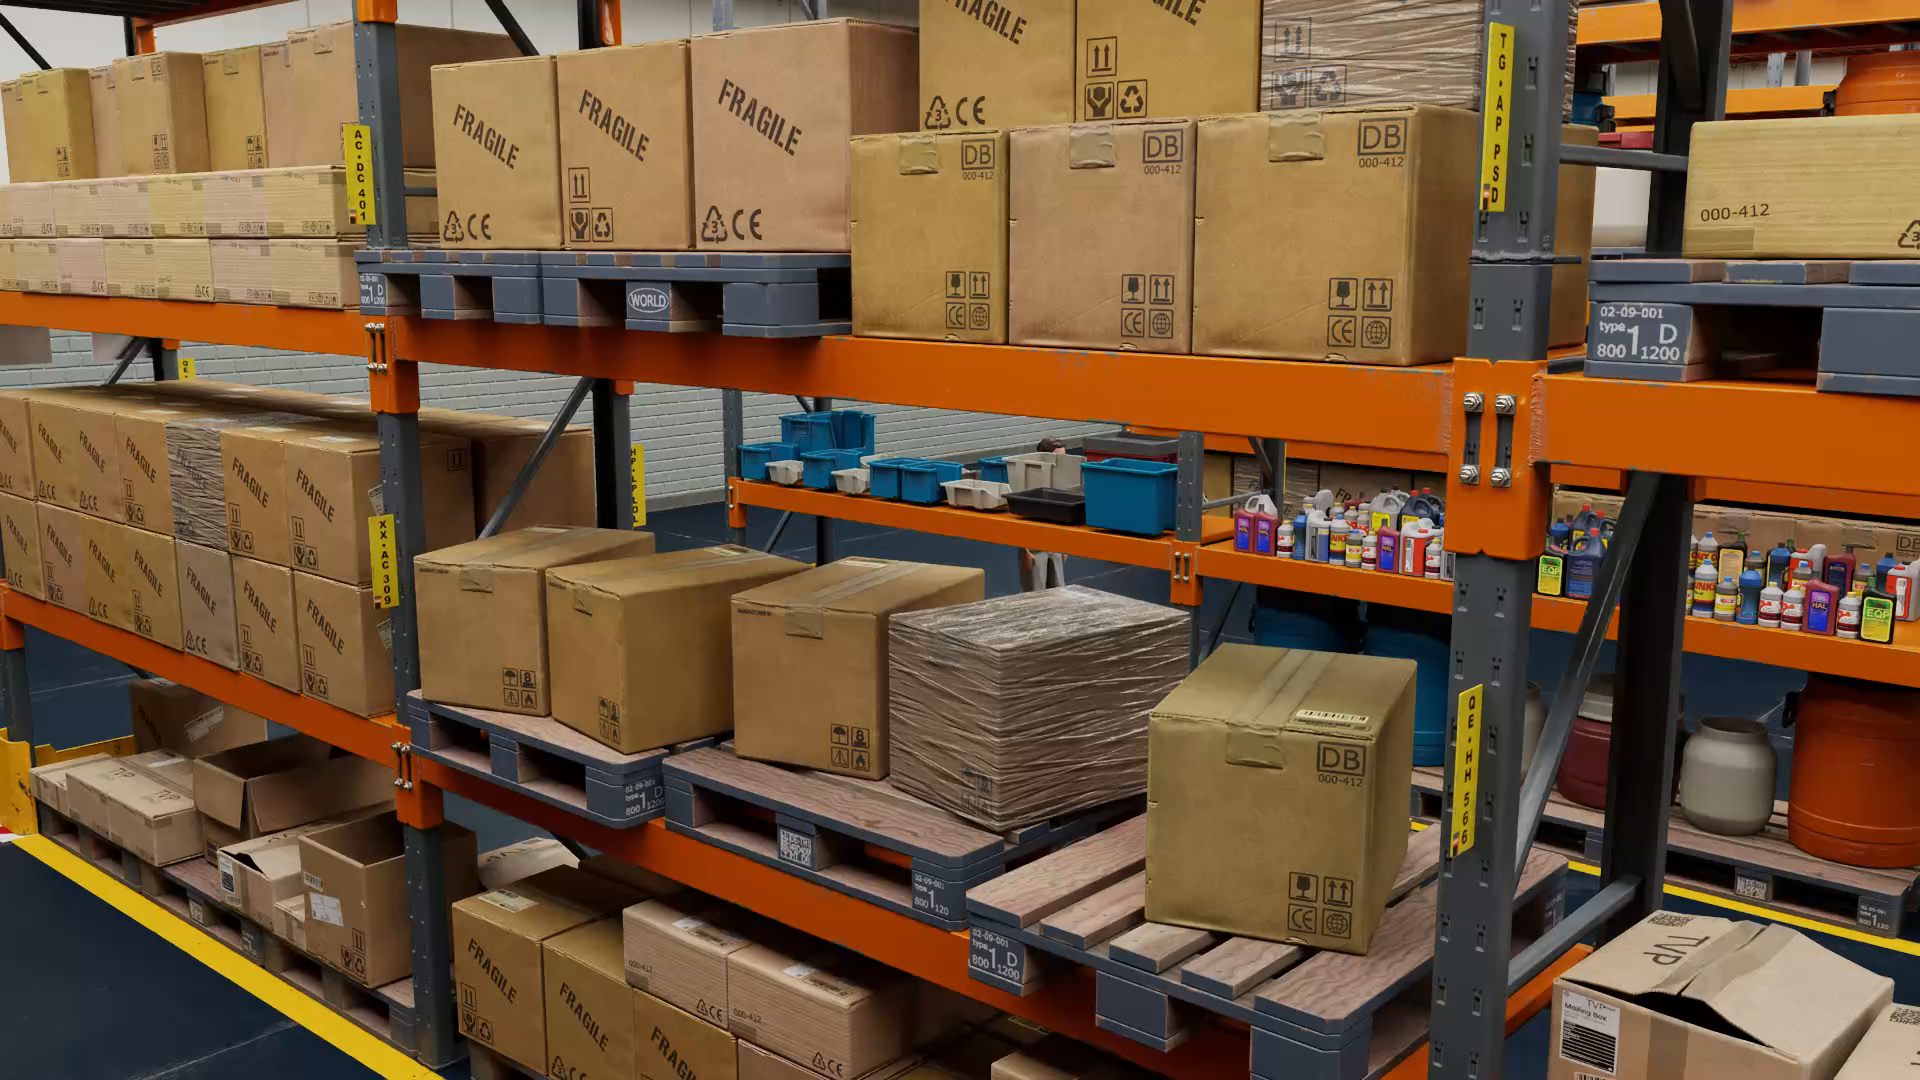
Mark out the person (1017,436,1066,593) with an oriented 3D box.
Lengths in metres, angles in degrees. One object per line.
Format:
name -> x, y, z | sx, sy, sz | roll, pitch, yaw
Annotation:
person -> 0.597, 0.085, 11.944 | 0.363, 1.672, 0.494 | 8, 13, 38
